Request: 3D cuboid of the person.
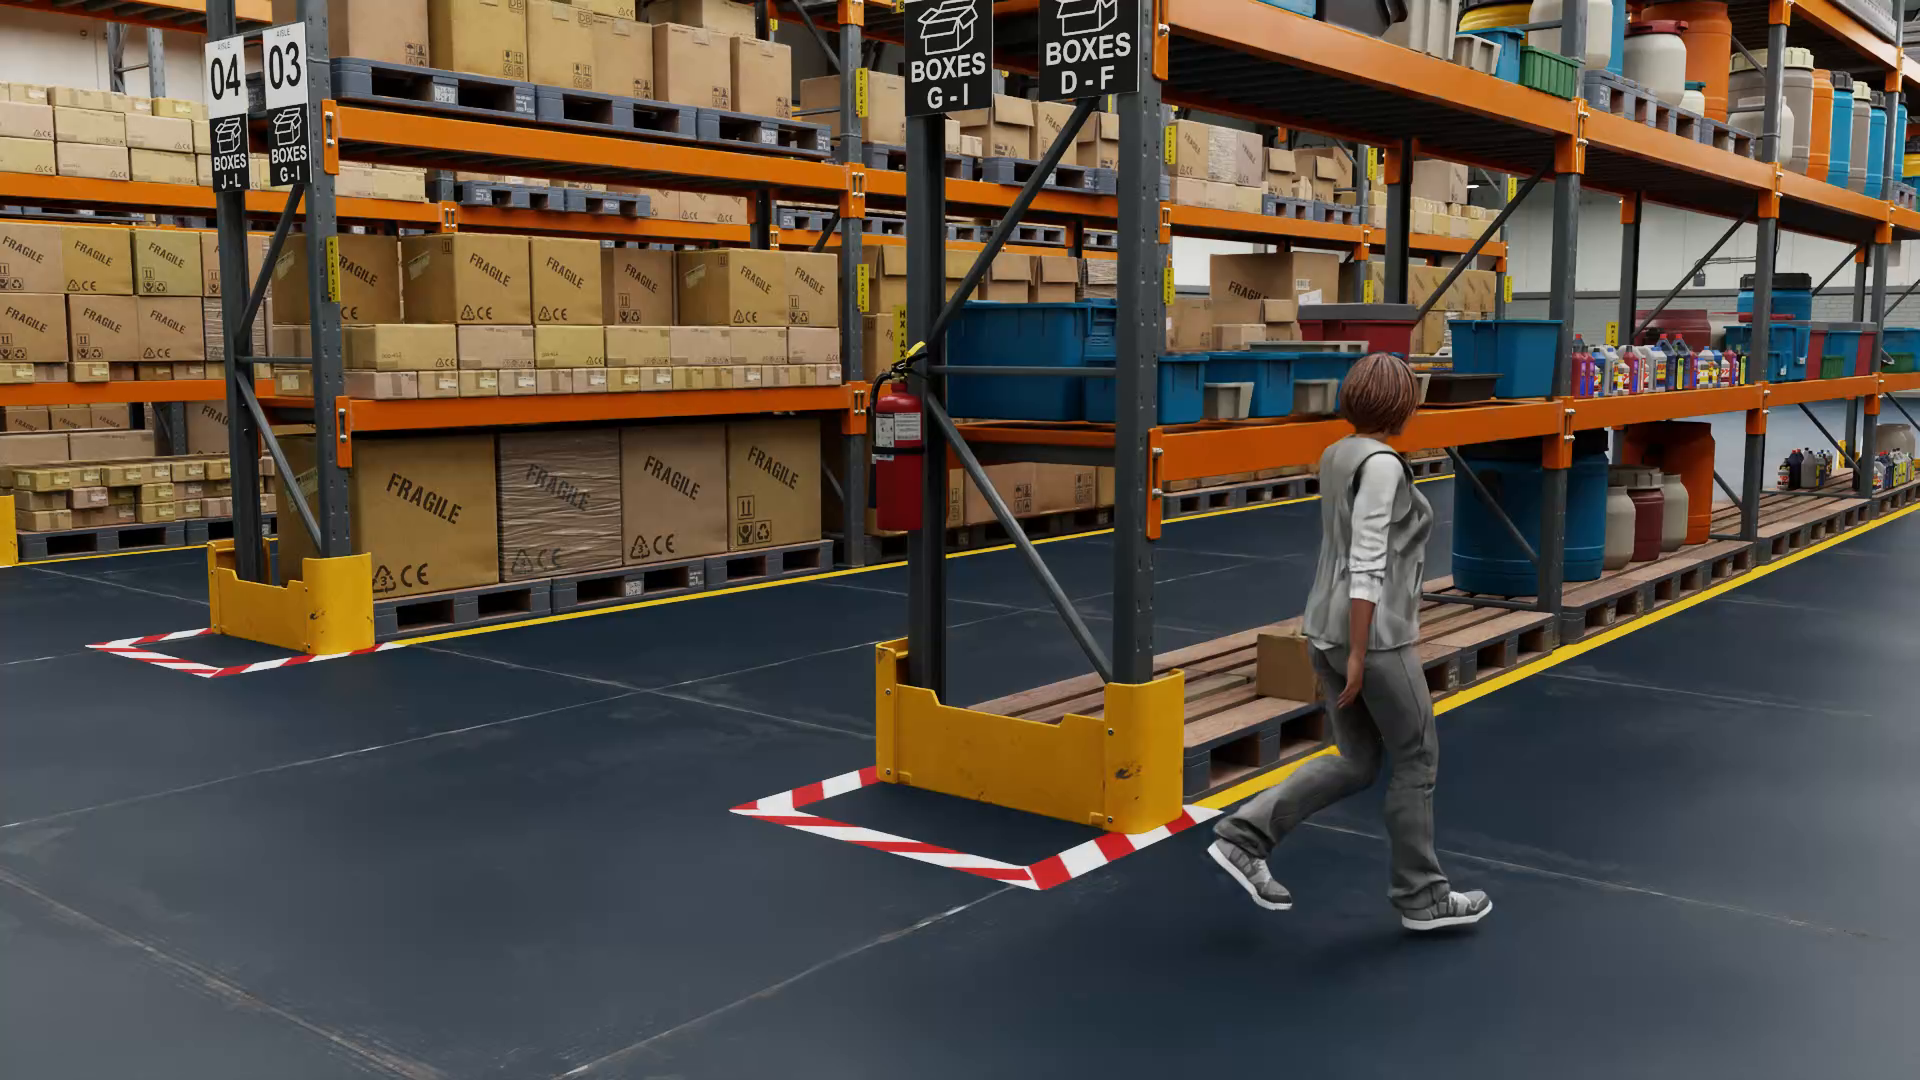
[{"bbox_3d":[1.077,0.276,4.511,0.787,1.561,0.442,-1,7,-6],"label":"person"}]
